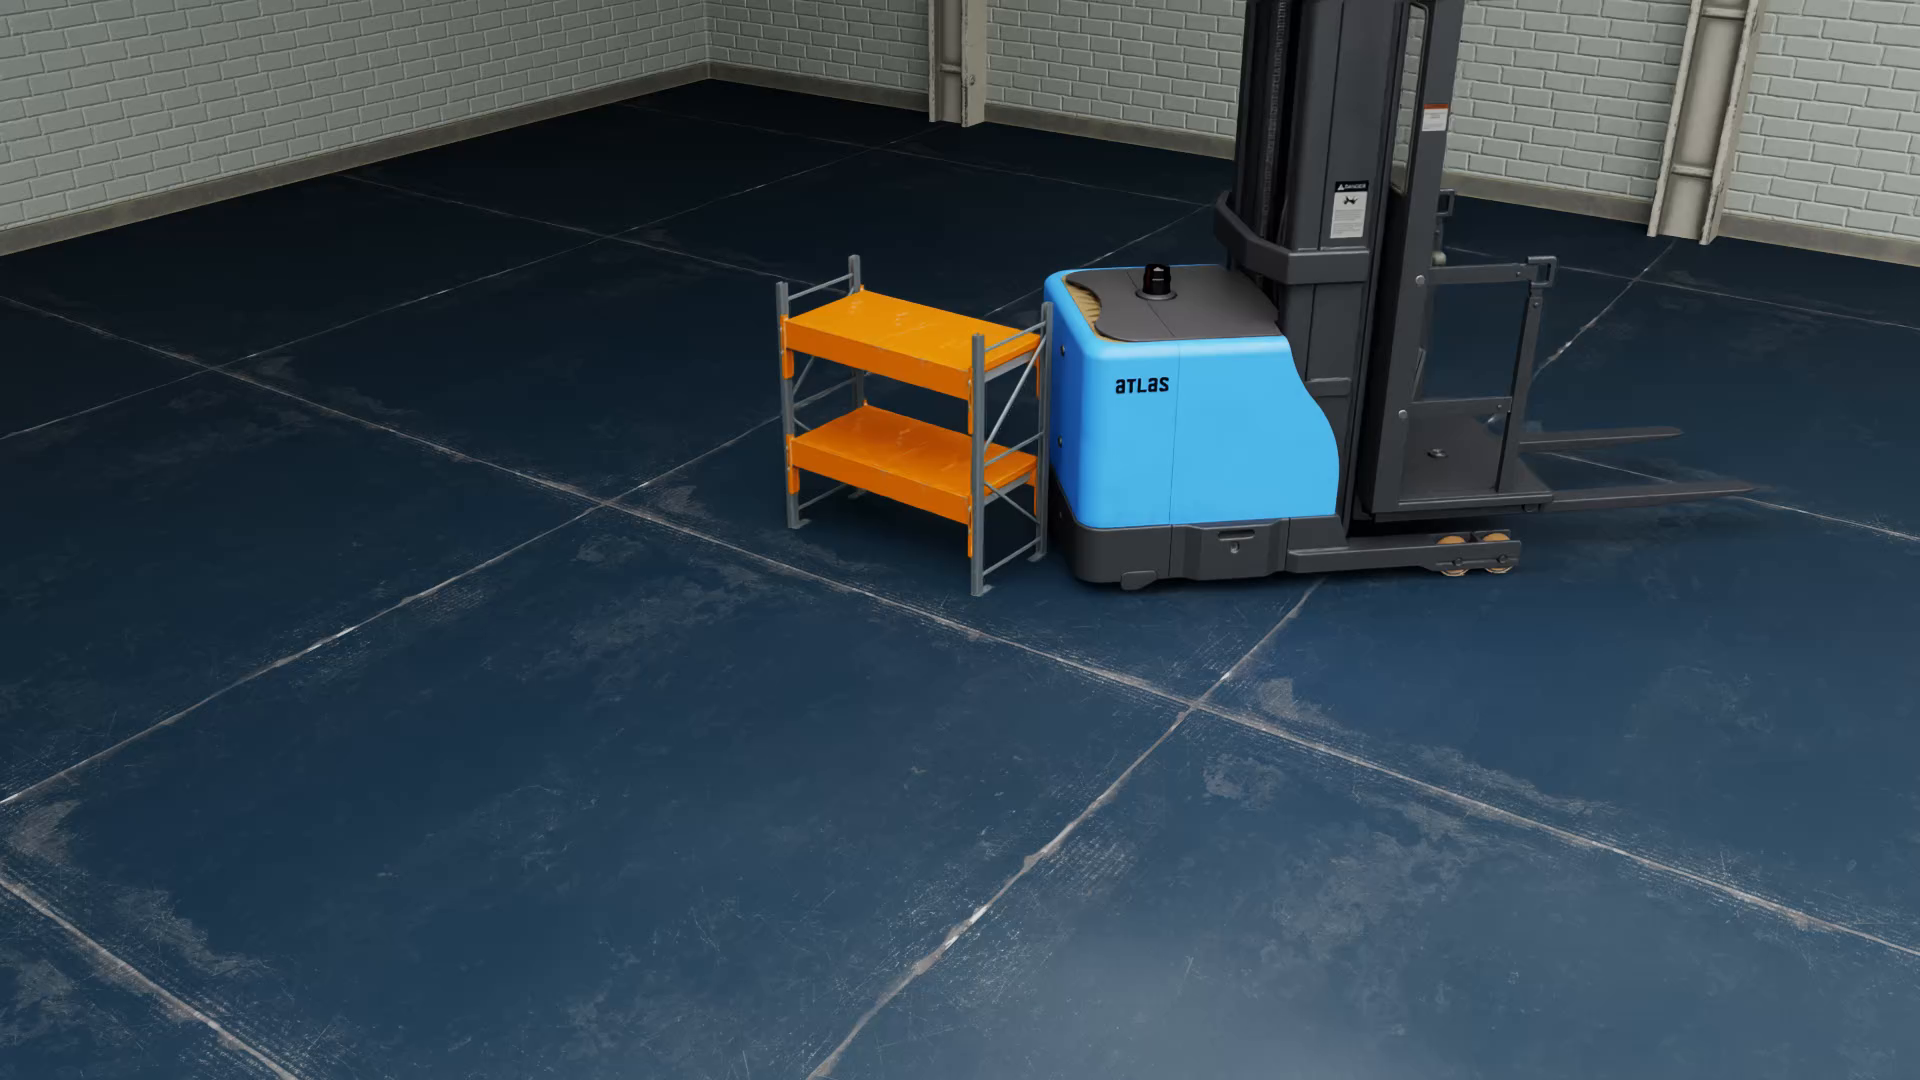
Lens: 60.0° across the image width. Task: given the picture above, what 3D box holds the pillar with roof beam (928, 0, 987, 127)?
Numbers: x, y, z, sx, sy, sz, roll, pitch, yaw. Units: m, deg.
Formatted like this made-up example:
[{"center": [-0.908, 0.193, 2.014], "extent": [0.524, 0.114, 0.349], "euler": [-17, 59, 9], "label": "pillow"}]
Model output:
[{"center": [-2.459, -6.023, 9.163], "extent": [0.400, 9.000, 9.100], "euler": [17, 32, 30], "label": "pillar with roof beam"}]

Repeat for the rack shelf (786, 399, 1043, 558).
[{"center": [-0.194, -0.282, 7.103], "extent": [1.000, 0.278, 0.538], "euler": [19, 33, 33], "label": "rack shelf"}]

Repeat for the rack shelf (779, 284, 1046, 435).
[{"center": [-0.194, -0.761, 6.859], "extent": [1.000, 0.278, 0.538], "euler": [19, 33, 33], "label": "rack shelf"}]

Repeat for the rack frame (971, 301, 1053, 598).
[{"center": [0.209, -0.359, 6.715], "extent": [0.032, 1.125, 0.500], "euler": [19, 33, 33], "label": "rack frame"}]

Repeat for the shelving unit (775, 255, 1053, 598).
[{"center": [-0.194, -0.500, 6.992], "extent": [1.048, 1.125, 0.538], "euler": [19, 33, 33], "label": "shelving unit"}]

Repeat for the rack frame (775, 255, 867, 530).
[{"center": [-0.596, -0.641, 7.268], "extent": [0.032, 1.125, 0.500], "euler": [19, 33, 33], "label": "rack frame"}]

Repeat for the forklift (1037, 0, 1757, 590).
[{"center": [1.906, -1.388, 6.746], "extent": [3.031, 2.935, 1.130], "euler": [-3, 27, -7], "label": "forklift"}]

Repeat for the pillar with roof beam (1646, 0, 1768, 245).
[{"center": [2.487, -4.482, 6.135], "extent": [0.400, 9.000, 9.100], "euler": [17, 32, 30], "label": "pillar with roof beam"}]
